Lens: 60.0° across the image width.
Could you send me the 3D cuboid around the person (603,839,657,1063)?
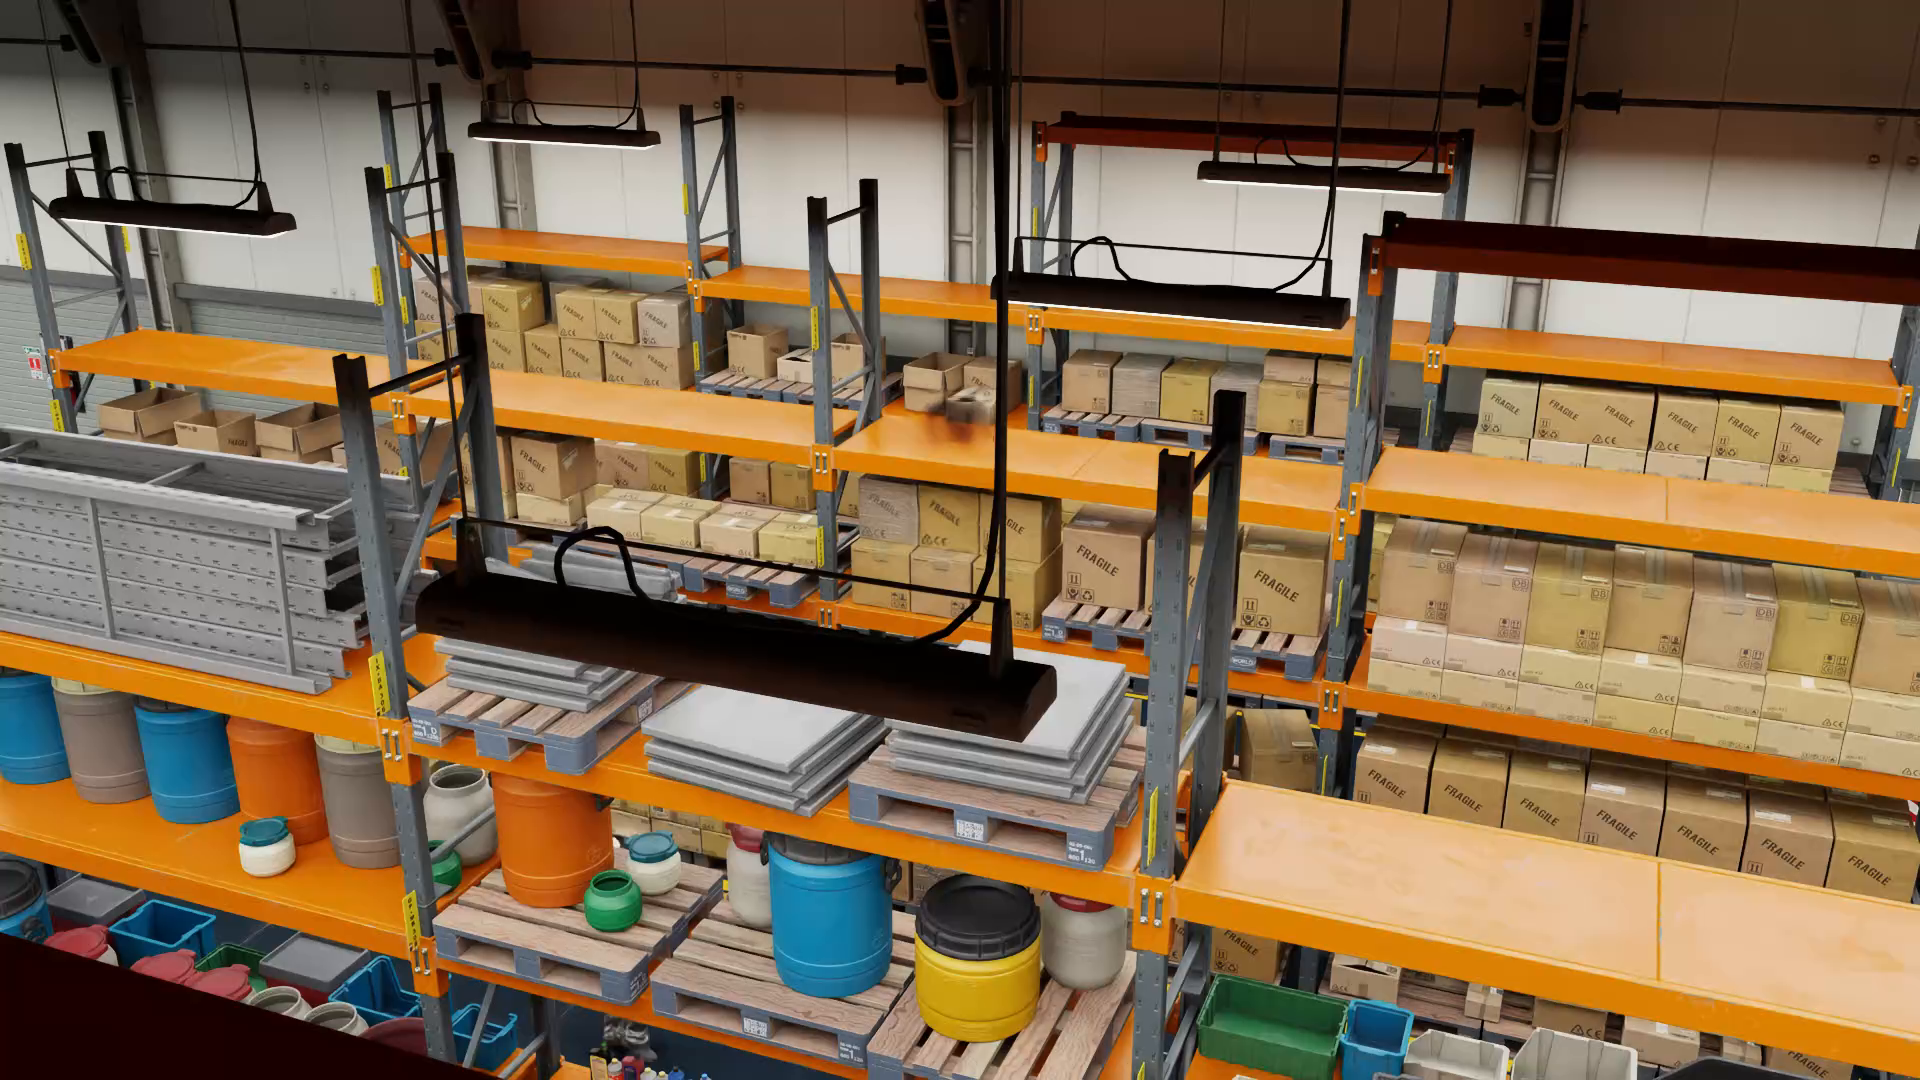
[{"bbox_3d":[-2.445,2.958,12.156,0.496,1.813,0.594,-7,22,-17],"label":"person"}]
